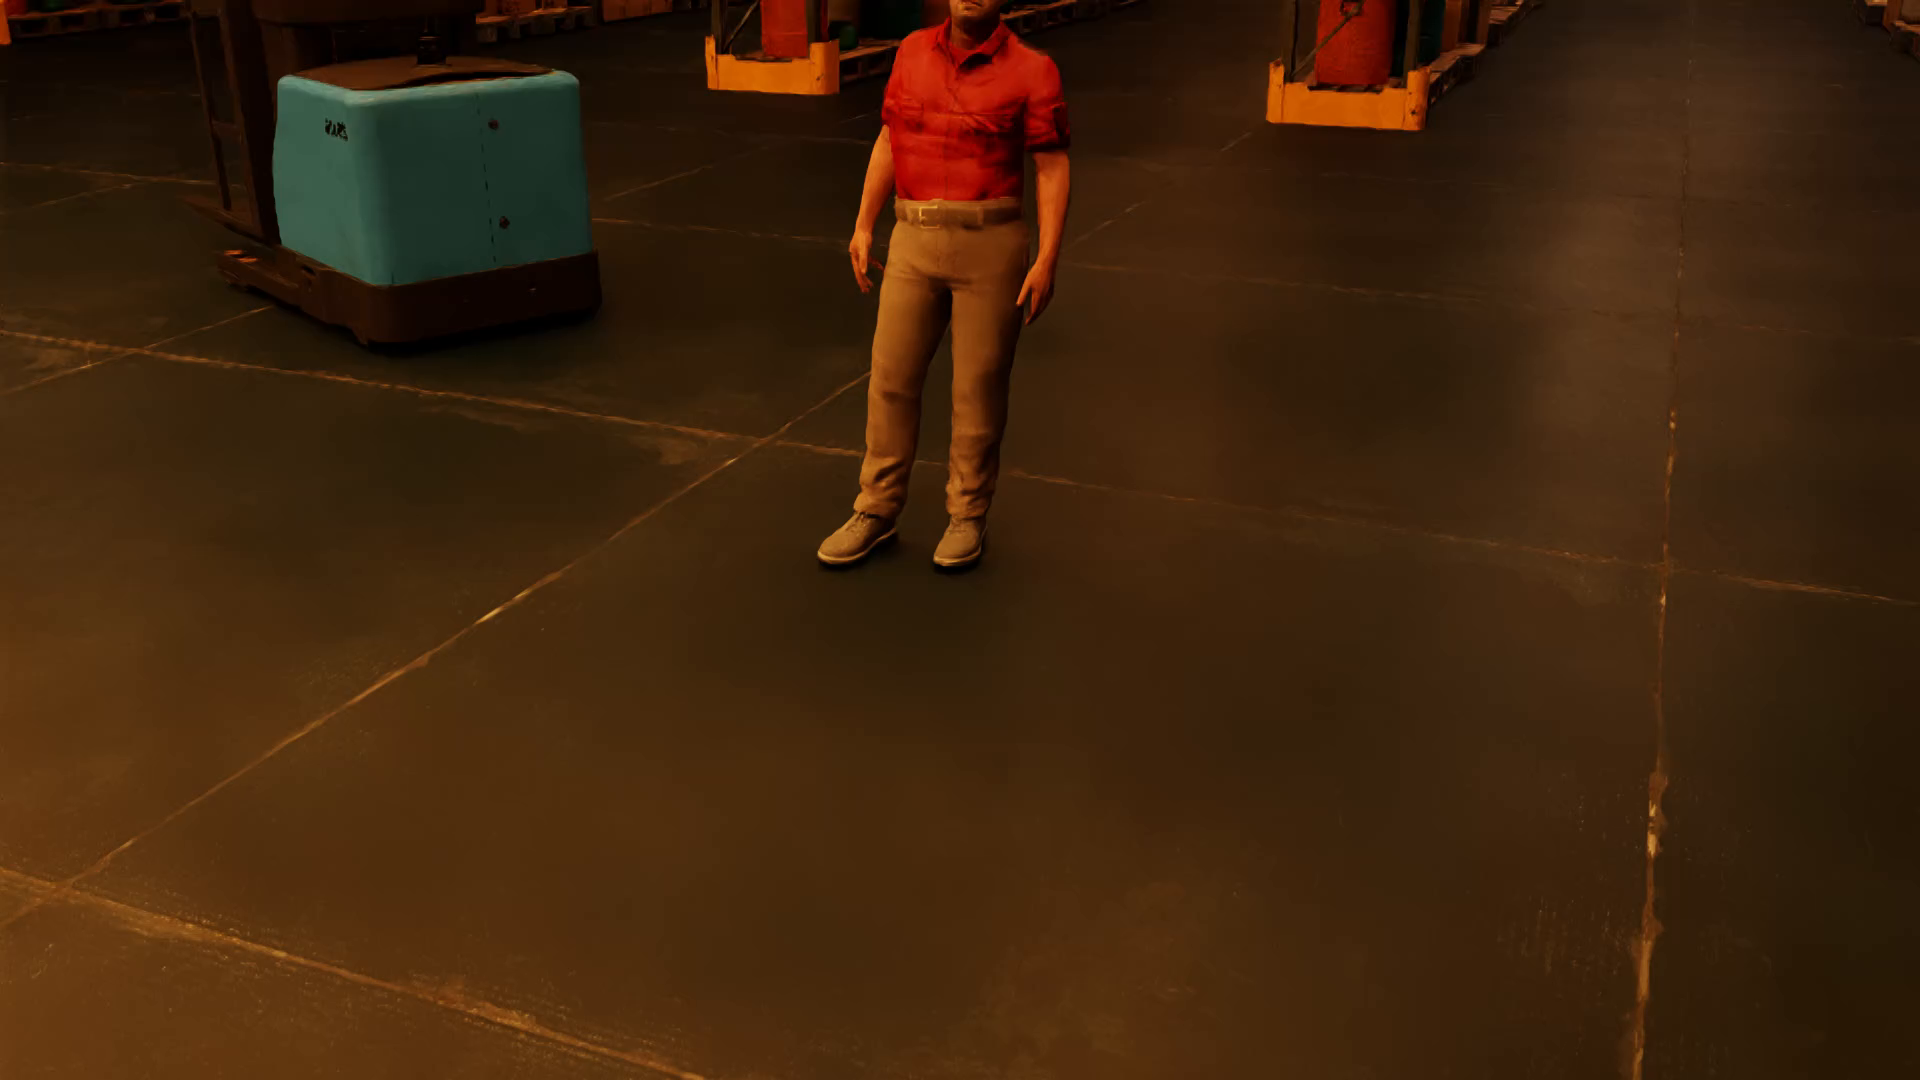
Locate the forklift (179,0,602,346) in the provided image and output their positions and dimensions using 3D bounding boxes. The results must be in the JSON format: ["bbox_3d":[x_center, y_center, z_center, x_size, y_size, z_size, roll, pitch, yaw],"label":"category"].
[{"bbox_3d":[-2.956,-2.650,7.631,1.130,2.935,3.031,-19,29,-38],"label":"forklift"}]

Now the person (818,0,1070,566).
[{"bbox_3d":[-0.045,-0.774,4.684,0.640,1.727,0.550,9,24,21],"label":"person"}]
